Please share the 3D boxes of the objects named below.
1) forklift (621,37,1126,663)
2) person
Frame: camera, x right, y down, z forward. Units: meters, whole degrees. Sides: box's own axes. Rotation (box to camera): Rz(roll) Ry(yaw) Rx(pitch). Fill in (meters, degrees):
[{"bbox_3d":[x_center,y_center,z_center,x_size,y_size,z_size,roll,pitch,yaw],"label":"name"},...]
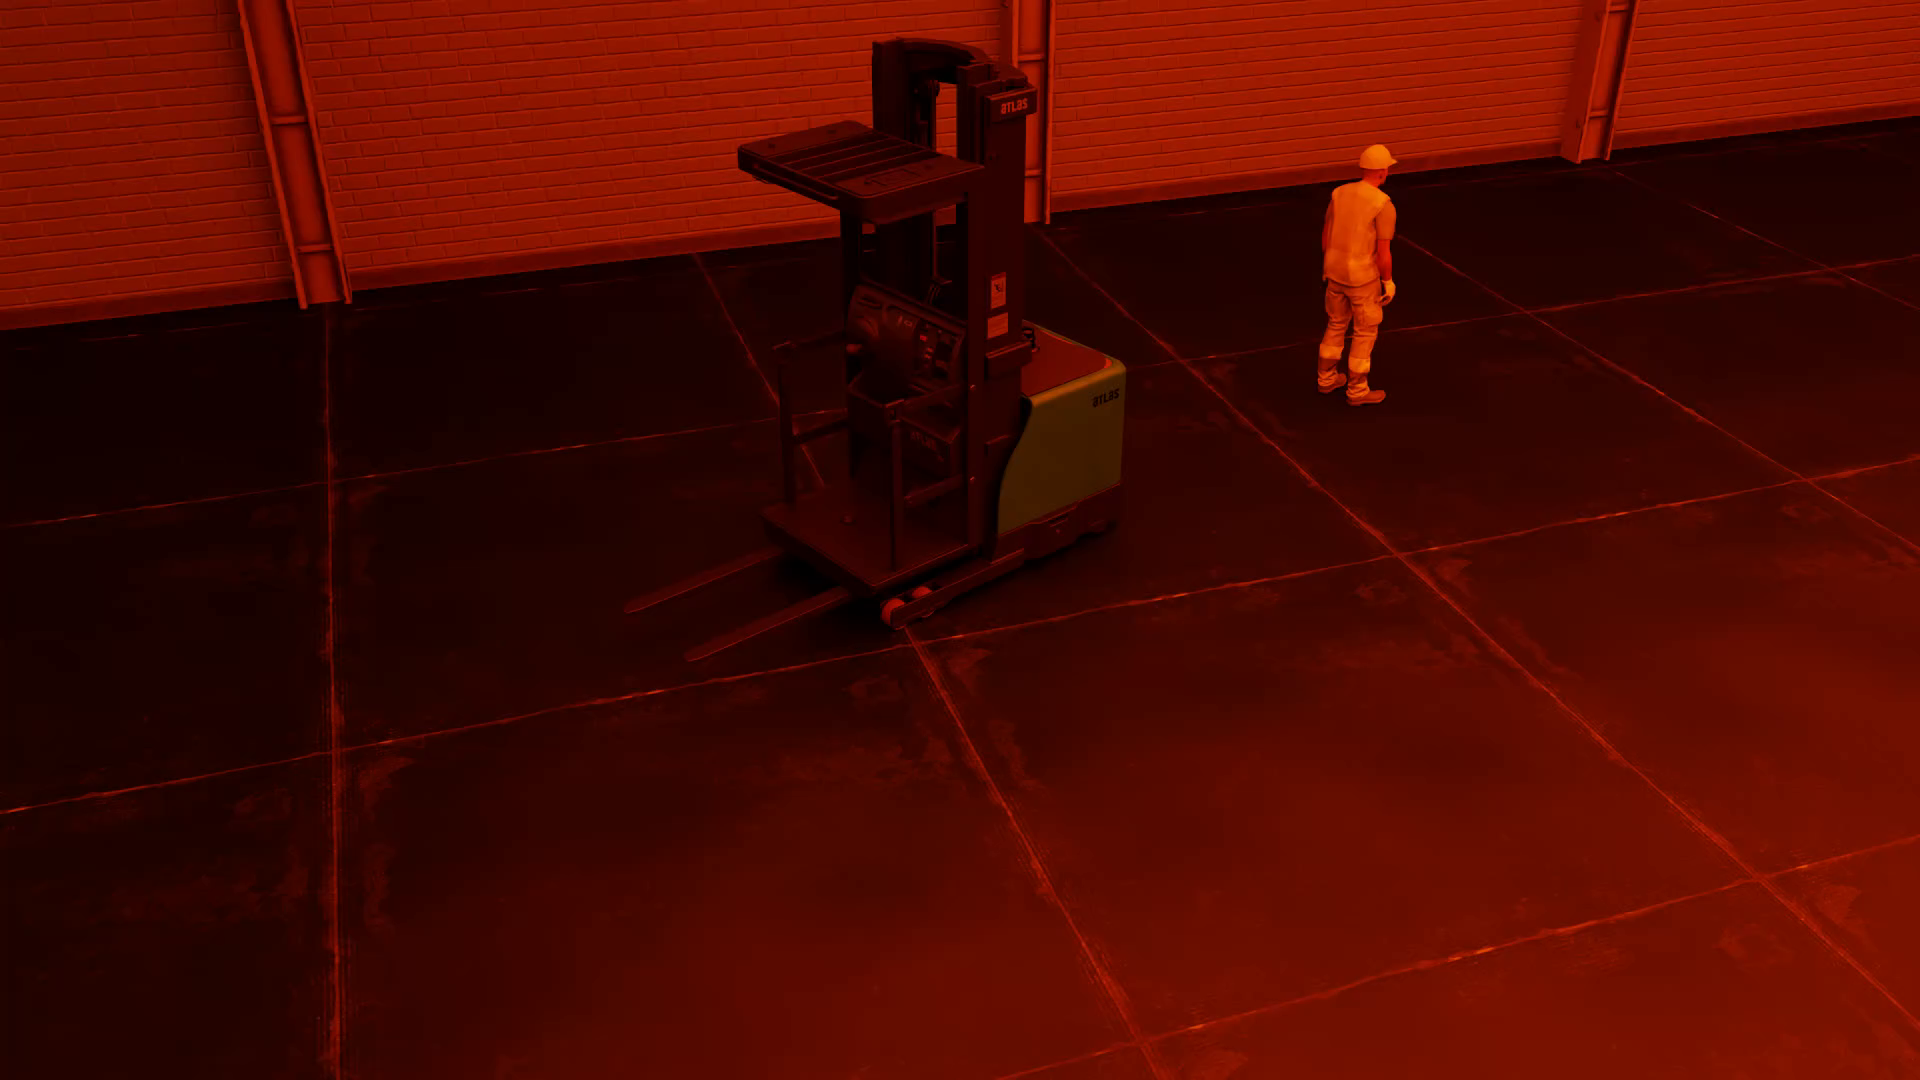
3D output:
[{"bbox_3d":[-0.461,-1.072,8.951,3.031,2.935,1.130,-23,37,-34],"label":"forklift"},{"bbox_3d":[2.727,-1.813,11.397,0.454,1.779,0.609,-20,36,-31],"label":"person"}]
